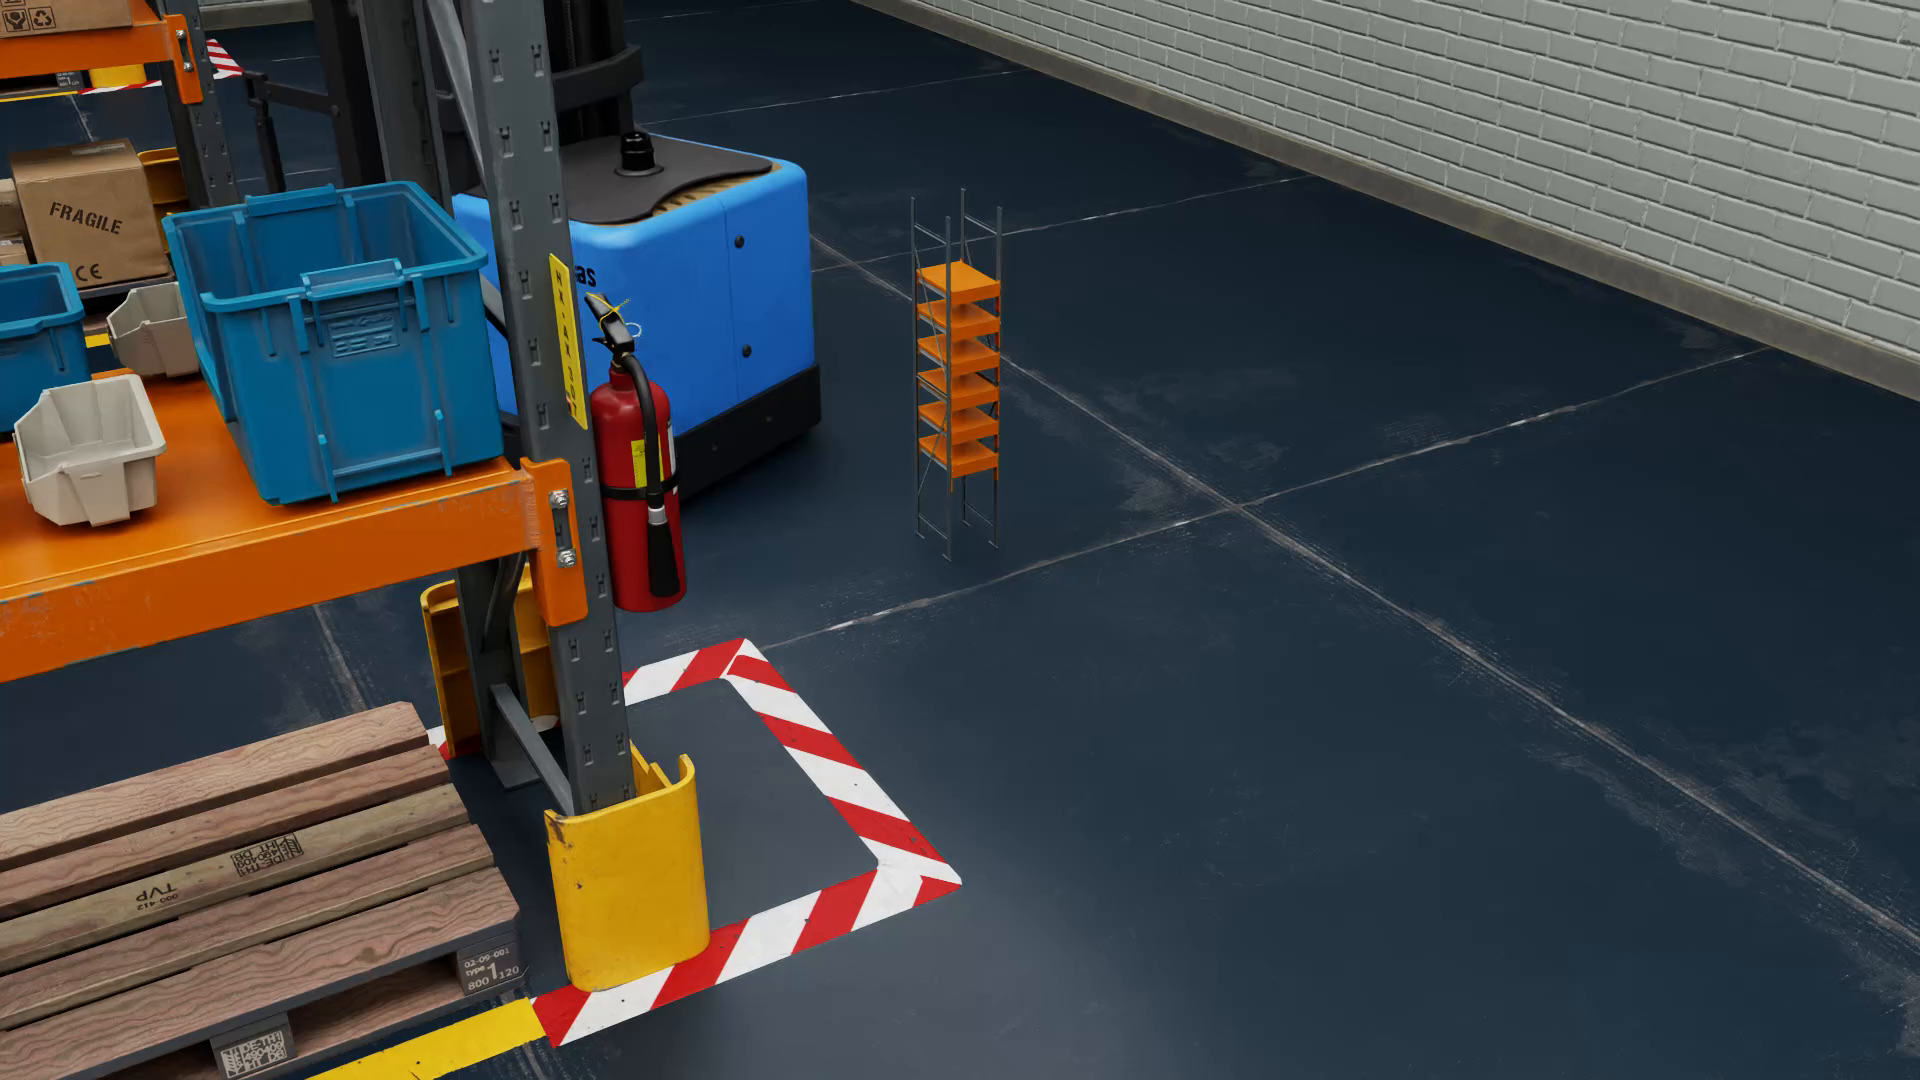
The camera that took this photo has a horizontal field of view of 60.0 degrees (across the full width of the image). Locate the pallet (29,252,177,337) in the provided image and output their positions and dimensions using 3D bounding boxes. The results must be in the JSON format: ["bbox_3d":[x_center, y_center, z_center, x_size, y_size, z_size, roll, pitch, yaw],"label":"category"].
[{"bbox_3d":[-4.294,-1.157,7.628,1.213,0.211,1.003,-16,33,-26],"label":"pallet"}]

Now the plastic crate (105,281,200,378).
[{"bbox_3d":[-1.734,-0.471,3.710,0.298,0.136,0.250,-16,33,-26],"label":"plastic crate"}]

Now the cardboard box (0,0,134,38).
[{"bbox_3d":[-3.790,-2.413,6.914,0.500,0.500,0.500,-15,32,-25],"label":"cardboard box"}]

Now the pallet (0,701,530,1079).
[{"bbox_3d":[-1.766,0.879,3.939,1.213,0.211,1.003,-16,33,-26],"label":"pallet"}]

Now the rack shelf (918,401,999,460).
[{"bbox_3d":[-0.012,-0.378,5.533,0.180,0.103,0.258,-16,33,-26],"label":"rack shelf"}]

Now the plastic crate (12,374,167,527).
[{"bbox_3d":[-1.647,-0.163,3.153,0.243,0.136,0.396,-16,33,-26],"label":"plastic crate"}]

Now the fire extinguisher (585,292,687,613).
[{"bbox_3d":[-0.675,-0.178,3.434,0.183,0.674,0.296,-16,33,-26],"label":"fire extinguisher"}]

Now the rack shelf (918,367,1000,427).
[{"bbox_3d":[-0.012,-0.483,5.475,0.180,0.103,0.258,-16,33,-26],"label":"rack shelf"}]

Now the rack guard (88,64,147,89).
[{"bbox_3d":[-6.034,-3.566,11.695,0.348,0.500,1.175,-16,33,-26],"label":"rack guard"}]

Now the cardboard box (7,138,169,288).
[{"bbox_3d":[-3.886,-1.455,7.413,0.500,0.500,0.500,-16,33,-26],"label":"cardboard box"}]

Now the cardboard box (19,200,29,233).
[{"bbox_3d":[-4.292,-1.524,7.883,0.250,0.166,0.380,-16,33,-26],"label":"cardboard box"}]

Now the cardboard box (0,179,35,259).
[{"bbox_3d":[-4.585,-1.443,7.652,0.500,0.250,0.500,-16,33,-26],"label":"cardboard box"}]

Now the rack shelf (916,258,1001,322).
[{"bbox_3d":[-0.012,-0.798,5.301,0.180,0.103,0.258,-16,33,-26],"label":"rack shelf"}]

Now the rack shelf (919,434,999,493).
[{"bbox_3d":[-0.012,-0.273,5.591,0.180,0.103,0.258,-16,33,-26],"label":"rack shelf"}]

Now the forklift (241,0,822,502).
[{"bbox_3d":[-2.045,-1.903,6.165,3.031,2.935,1.130,18,34,29],"label":"forklift"}]

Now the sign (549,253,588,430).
[{"bbox_3d":[-0.743,-0.374,3.154,0.005,0.325,0.100,-16,33,-26],"label":"sign"}]

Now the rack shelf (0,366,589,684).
[{"bbox_3d":[-2.760,0.277,2.888,4.000,0.370,1.077,-16,33,-26],"label":"rack shelf"}]

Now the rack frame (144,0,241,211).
[{"bbox_3d":[-3.542,-2.592,7.342,0.127,3.000,1.000,-16,33,-26],"label":"rack frame"}]

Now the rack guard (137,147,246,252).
[{"bbox_3d":[-3.607,-1.479,7.913,0.348,0.500,1.175,-16,33,-26],"label":"rack guard"}]

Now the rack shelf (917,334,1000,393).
[{"bbox_3d":[-0.012,-0.588,5.417,0.180,0.103,0.258,-16,33,-26],"label":"rack shelf"}]

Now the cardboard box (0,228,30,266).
[{"bbox_3d":[-4.280,-1.247,7.382,0.250,0.166,0.380,-16,33,-26],"label":"cardboard box"}]

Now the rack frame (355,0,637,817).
[{"bbox_3d":[-1.035,-0.528,3.602,0.127,3.000,1.000,-16,33,-26],"label":"rack frame"}]

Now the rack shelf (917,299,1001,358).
[{"bbox_3d":[-0.012,-0.693,5.359,0.180,0.103,0.258,-16,33,-26],"label":"rack shelf"}]

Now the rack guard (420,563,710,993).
[{"bbox_3d":[-1.021,0.555,4.226,0.348,0.500,1.175,-16,33,-26],"label":"rack guard"}]

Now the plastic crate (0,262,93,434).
[{"bbox_3d":[-1.983,-0.396,3.475,0.300,0.233,0.416,-16,33,-26],"label":"plastic crate"}]

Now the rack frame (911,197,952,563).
[{"bbox_3d":[-0.091,-0.499,5.413,0.006,1.200,0.240,-16,33,-26],"label":"rack frame"}]

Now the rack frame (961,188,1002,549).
[{"bbox_3d":[0.066,-0.544,5.494,0.006,1.200,0.240,-16,33,-26],"label":"rack frame"}]

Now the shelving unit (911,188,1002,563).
[{"bbox_3d":[-0.012,-0.522,5.454,0.189,1.200,0.258,-16,33,-26],"label":"shelving unit"}]

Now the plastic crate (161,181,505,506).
[{"bbox_3d":[-1.229,-0.410,3.289,0.499,0.435,0.616,-16,33,-26],"label":"plastic crate"}]

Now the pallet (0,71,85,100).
[{"bbox_3d":[-6.704,-3.205,11.340,1.213,0.211,1.003,-16,33,-26],"label":"pallet"}]

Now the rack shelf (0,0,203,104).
[{"bbox_3d":[-5.266,-1.788,6.629,4.000,0.370,1.077,-16,33,-26],"label":"rack shelf"}]
